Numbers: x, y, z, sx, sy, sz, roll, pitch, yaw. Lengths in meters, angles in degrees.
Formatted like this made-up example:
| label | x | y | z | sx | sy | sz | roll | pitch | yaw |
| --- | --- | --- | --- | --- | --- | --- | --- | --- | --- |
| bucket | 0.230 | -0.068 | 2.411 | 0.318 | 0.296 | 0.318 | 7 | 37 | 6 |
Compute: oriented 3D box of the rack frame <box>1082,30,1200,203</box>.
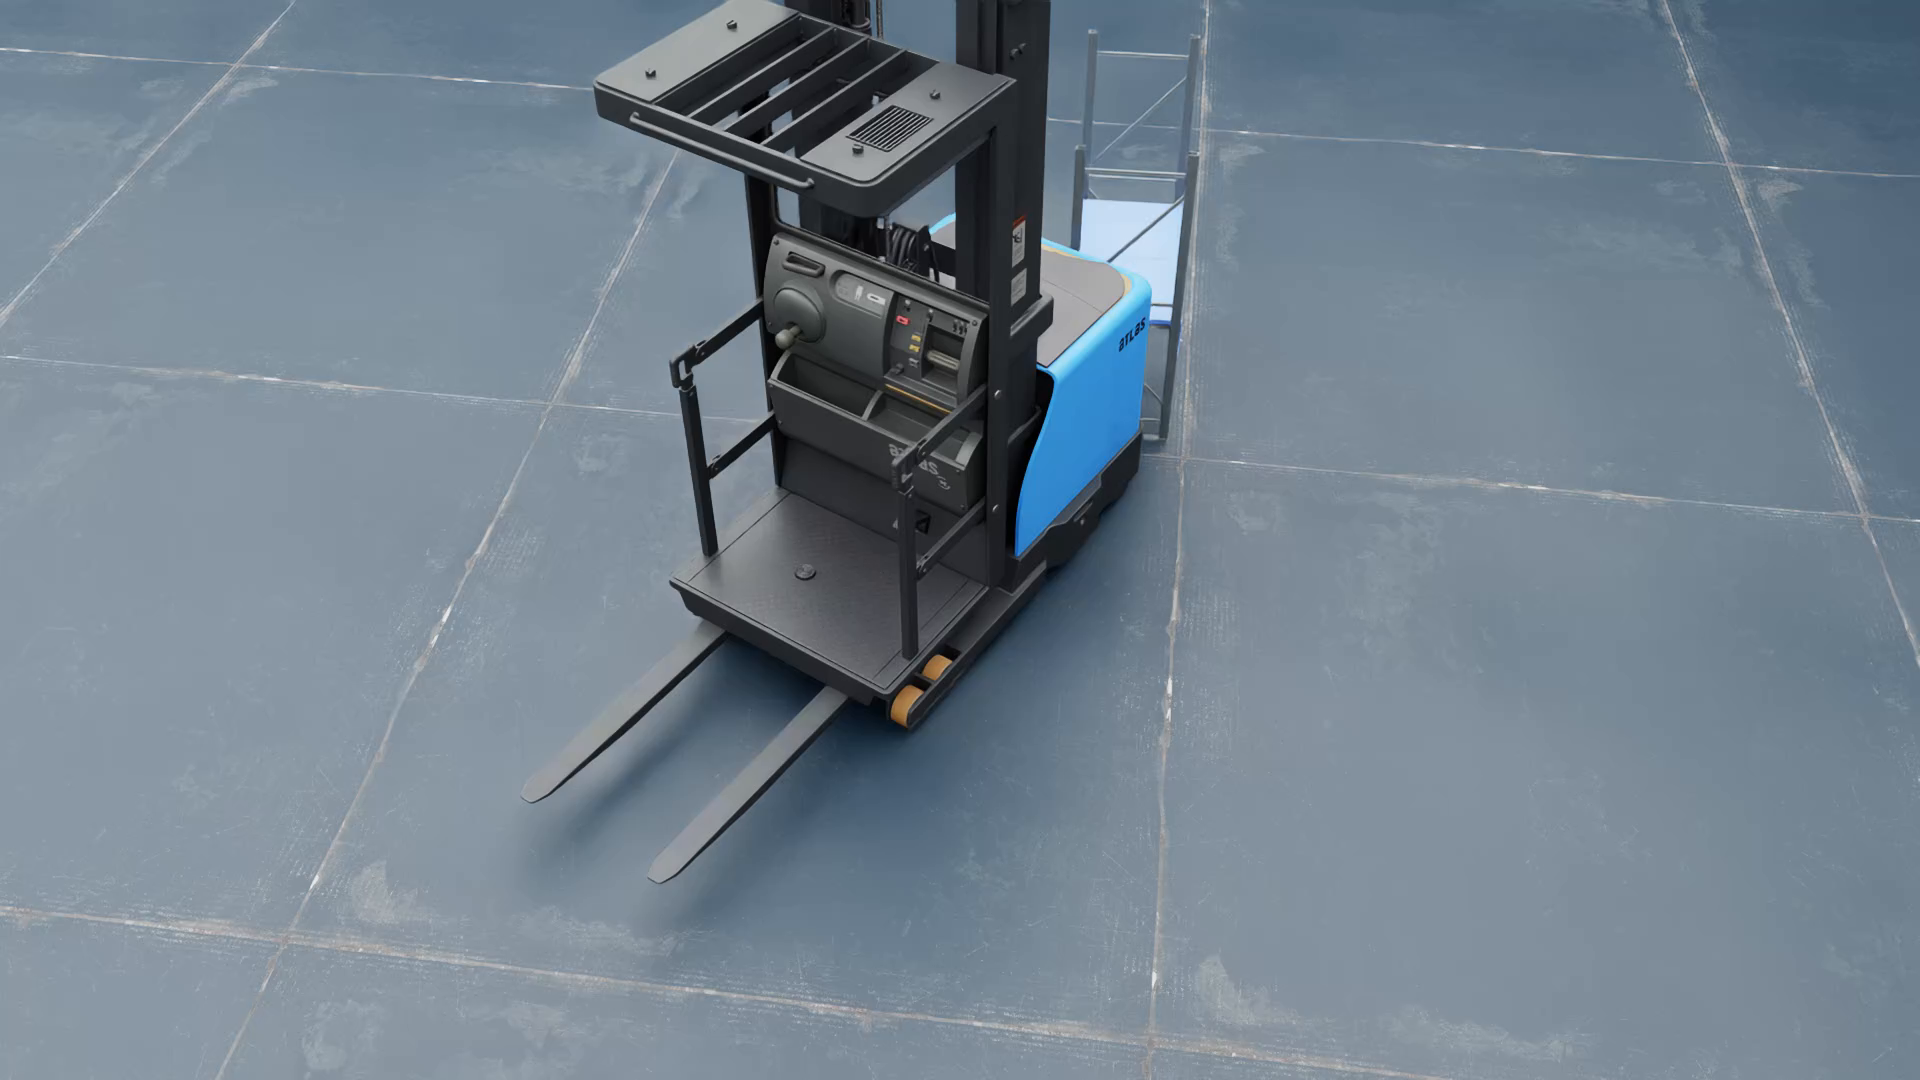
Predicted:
| label | x | y | z | sx | sy | sz | roll | pitch | yaw |
| --- | --- | --- | --- | --- | --- | --- | --- | --- | --- |
| rack frame | 0.828 | -1.728 | 7.984 | 0.500 | 1.500 | 0.032 | 4 | 44 | 4 |

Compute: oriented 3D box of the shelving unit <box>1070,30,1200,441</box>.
| label | x | y | z | sx | sy | sz | roll | pitch | yaw |
| --- | --- | --- | --- | --- | --- | --- | --- | --- | --- |
| shelving unit | 0.773 | -1.380 | 7.617 | 0.538 | 1.500 | 1.048 | 4 | 44 | 4 |

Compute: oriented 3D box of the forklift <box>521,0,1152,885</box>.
| label | x | y | z | sx | sy | sz | roll | pitch | yaw |
| --- | --- | --- | --- | --- | --- | --- | --- | --- | --- |
| forklift | -0.444 | -0.712 | 5.870 | 1.130 | 2.935 | 3.031 | 25 | 49 | 24 |

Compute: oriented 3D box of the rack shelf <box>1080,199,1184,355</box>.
| label | x | y | z | sx | sy | sz | roll | pitch | yaw |
| --- | --- | --- | --- | --- | --- | --- | --- | --- | --- |
| rack shelf | 0.773 | -1.250 | 7.741 | 0.538 | 0.185 | 1.000 | 4 | 44 | 4 |

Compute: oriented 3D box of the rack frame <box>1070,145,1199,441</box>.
| label | x | y | z | sx | sy | sz | roll | pitch | yaw |
| --- | --- | --- | --- | --- | --- | --- | --- | --- | --- |
| rack frame | 0.718 | -1.033 | 7.250 | 0.500 | 1.500 | 0.032 | 4 | 44 | 4 |
